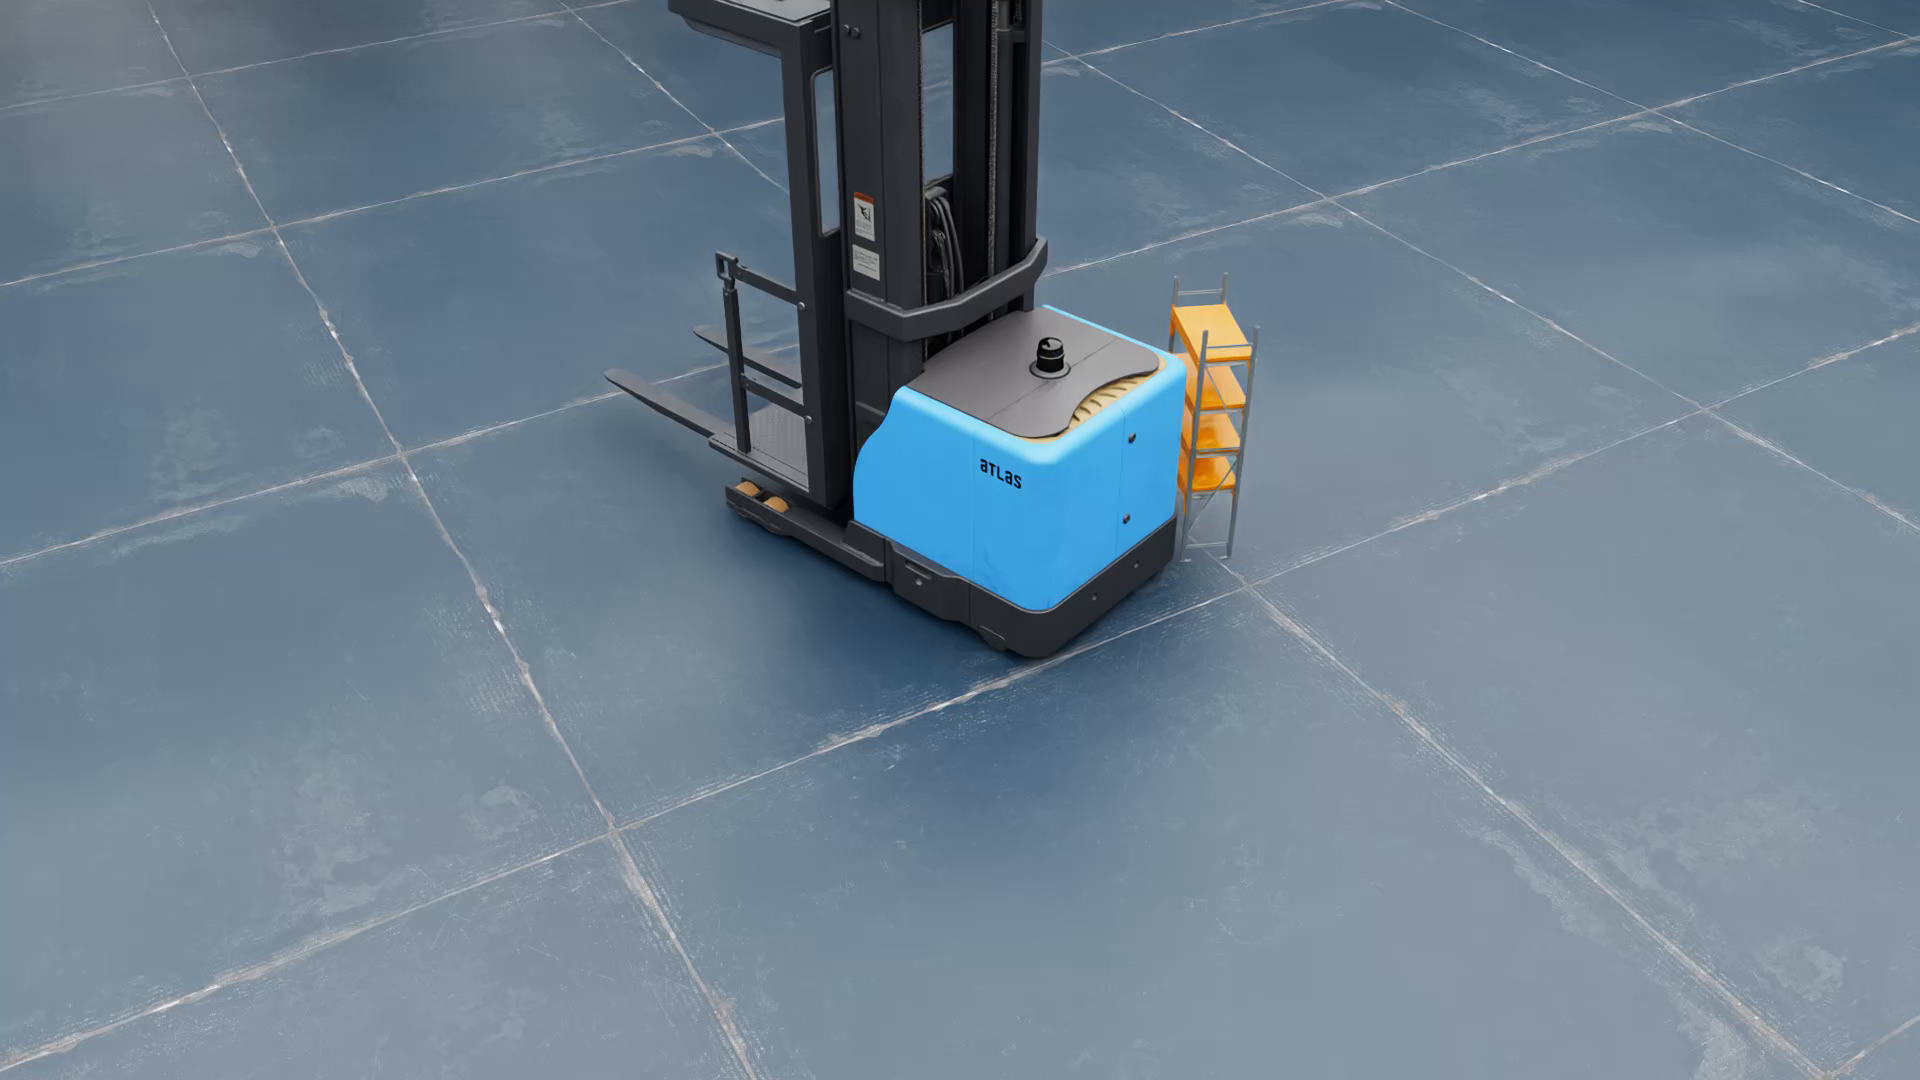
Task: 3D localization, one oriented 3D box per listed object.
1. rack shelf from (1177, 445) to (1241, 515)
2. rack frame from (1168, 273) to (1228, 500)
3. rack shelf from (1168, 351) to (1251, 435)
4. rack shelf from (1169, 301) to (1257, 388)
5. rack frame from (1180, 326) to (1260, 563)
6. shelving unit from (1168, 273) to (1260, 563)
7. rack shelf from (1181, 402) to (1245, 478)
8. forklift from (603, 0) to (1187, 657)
[{"bbox_3d":[1.092,-0.322,7.623,0.258,0.148,0.480,-5,36,-7],"label":"rack shelf"},{"bbox_3d":[1.059,-0.679,7.661,0.240,1.200,0.015,-5,36,-7],"label":"rack frame"},{"bbox_3d":[1.094,-0.663,7.374,0.258,0.148,0.480,-5,36,-7],"label":"rack shelf"},{"bbox_3d":[1.095,-0.854,7.235,0.258,0.148,0.480,-5,36,-7],"label":"rack shelf"},{"bbox_3d":[1.127,-0.394,7.271,0.240,1.200,0.015,-5,36,-7],"label":"rack frame"},{"bbox_3d":[1.093,-0.536,7.466,0.258,1.200,0.503,-5,36,-7],"label":"shelving unit"},{"bbox_3d":[1.093,-0.482,7.506,0.258,0.148,0.480,-5,36,-7],"label":"rack shelf"},{"bbox_3d":[-0.474,-1.426,7.217,3.031,2.935,1.130,27,44,32],"label":"forklift"}]
